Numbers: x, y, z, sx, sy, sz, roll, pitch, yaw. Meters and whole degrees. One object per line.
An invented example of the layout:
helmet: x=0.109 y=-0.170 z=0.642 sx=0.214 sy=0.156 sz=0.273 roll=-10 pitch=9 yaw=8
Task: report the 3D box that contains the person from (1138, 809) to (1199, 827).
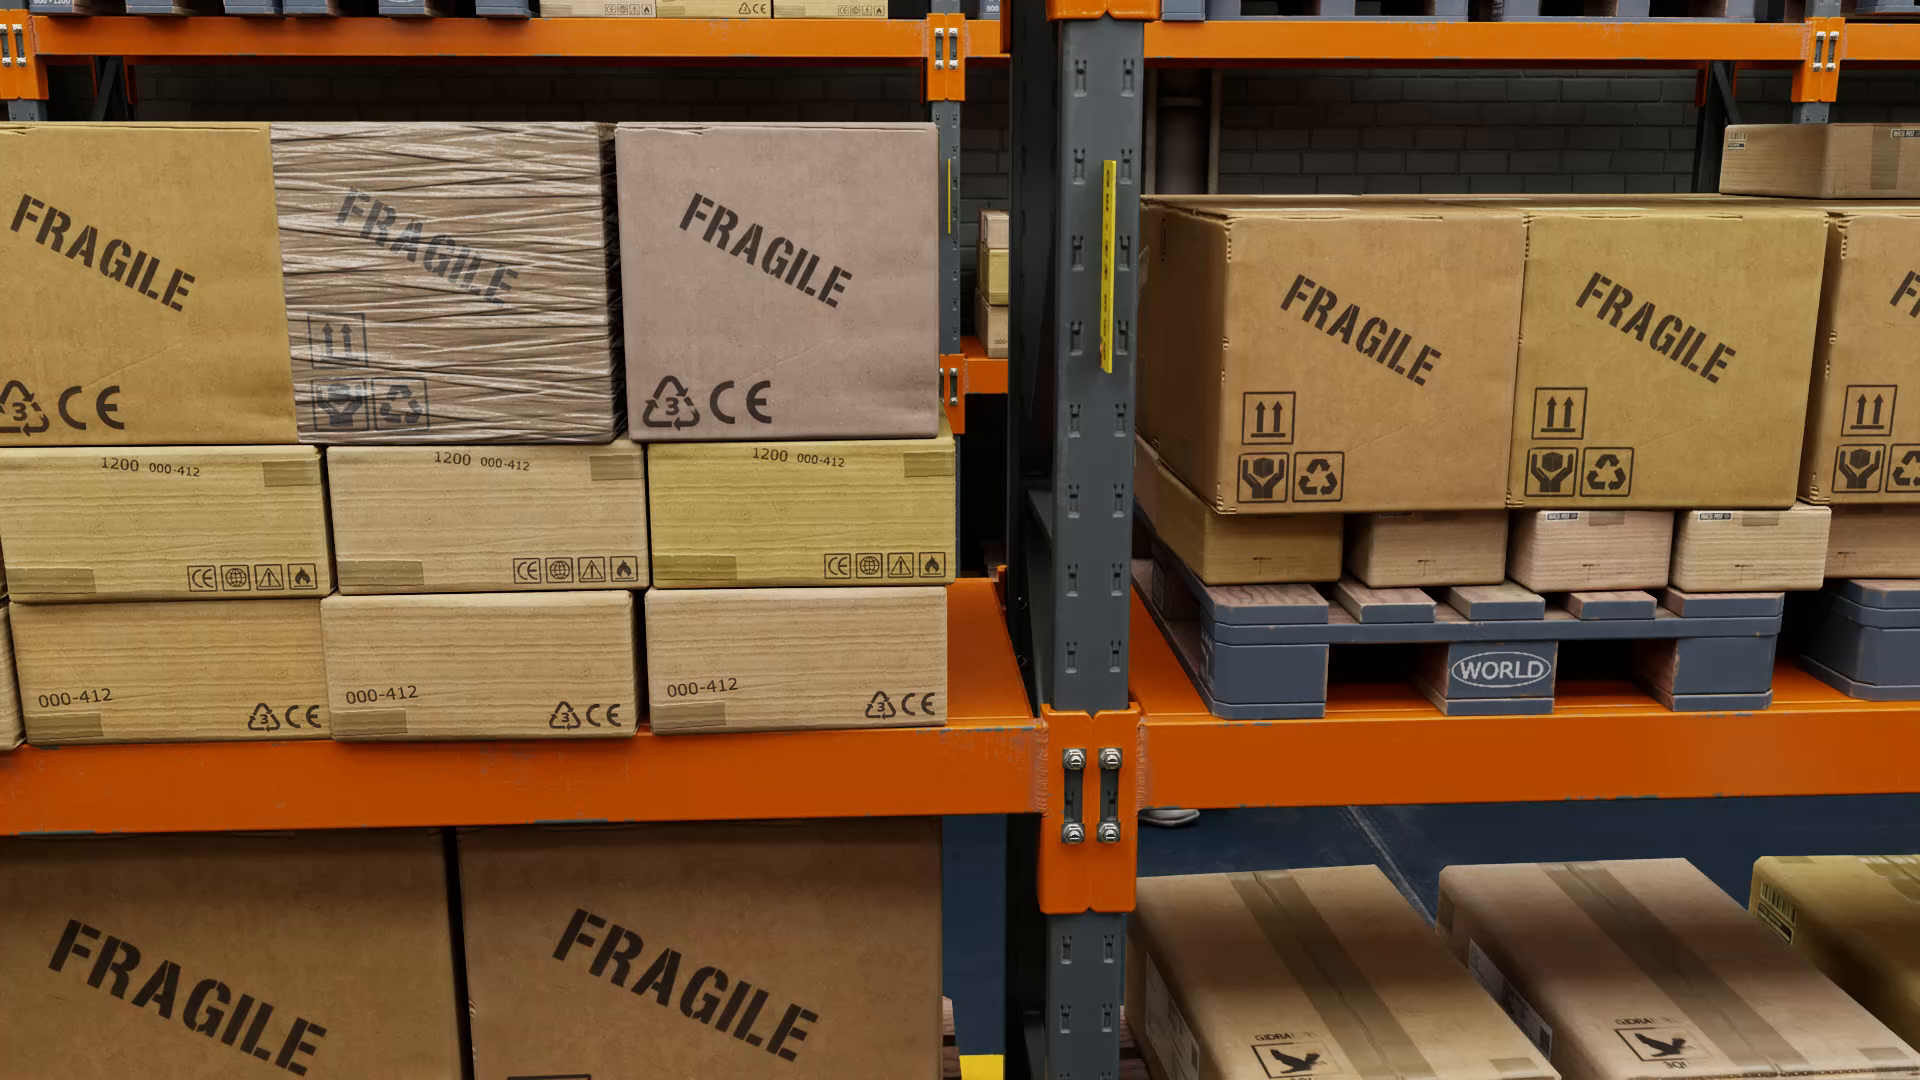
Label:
person: x=0.627 y=0.059 z=5.720 sx=0.453 sy=1.774 sz=0.629 roll=-1 pitch=13 yaw=-5
